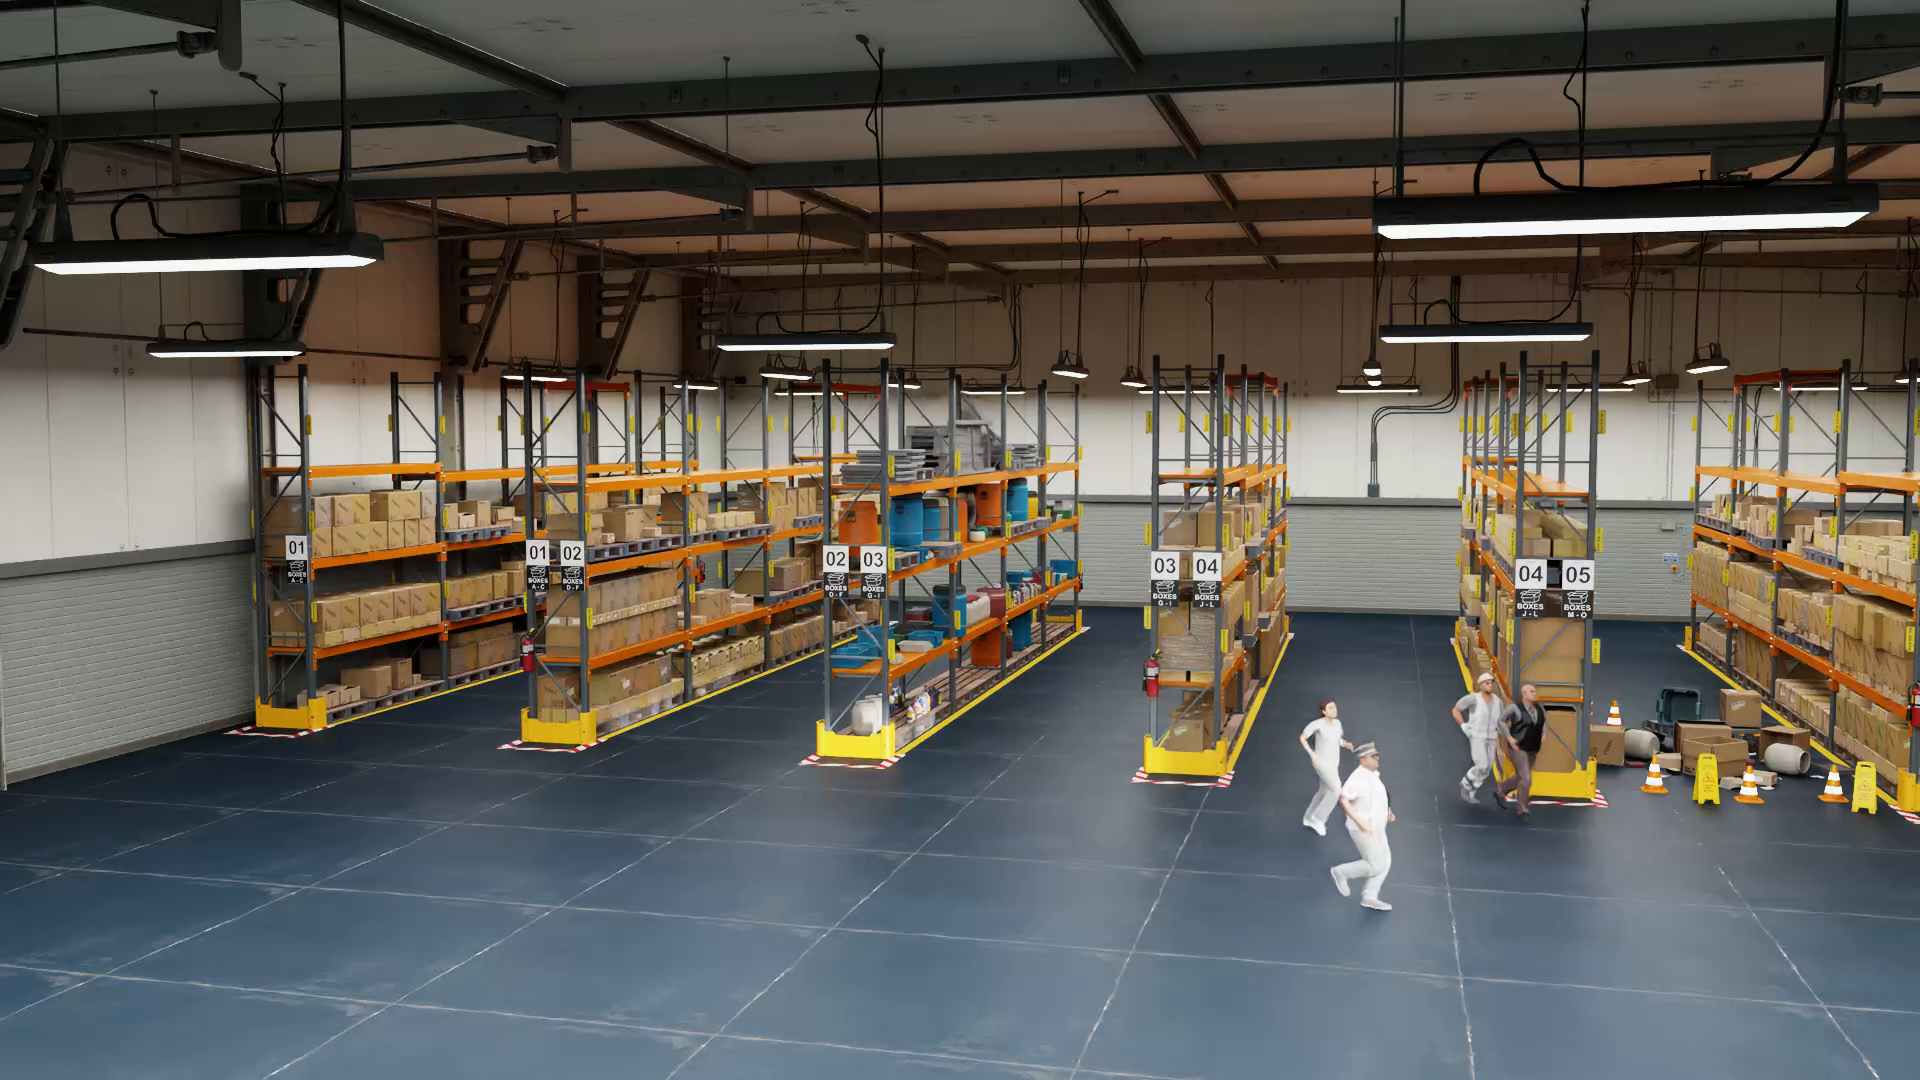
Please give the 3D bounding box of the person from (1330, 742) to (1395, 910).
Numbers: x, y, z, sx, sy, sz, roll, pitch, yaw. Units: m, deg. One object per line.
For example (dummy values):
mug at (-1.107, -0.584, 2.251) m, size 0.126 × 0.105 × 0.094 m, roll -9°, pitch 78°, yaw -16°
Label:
person at (4.186, 2.944, 17.236) m, size 0.619 × 1.736 × 0.679 m, roll 3°, pitch 5°, yaw 33°

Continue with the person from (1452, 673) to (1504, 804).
person at (6.880, 2.615, 21.828) m, size 0.693 × 1.737 × 0.530 m, roll -1°, pitch 4°, yaw -16°

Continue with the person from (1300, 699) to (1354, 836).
person at (4.514, 2.774, 20.379) m, size 0.540 × 1.674 × 0.669 m, roll -3°, pitch 5°, yaw -38°

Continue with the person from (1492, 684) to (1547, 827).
person at (7.116, 2.689, 21.150) m, size 0.592 × 1.755 × 0.832 m, roll -2°, pitch 4°, yaw -23°
